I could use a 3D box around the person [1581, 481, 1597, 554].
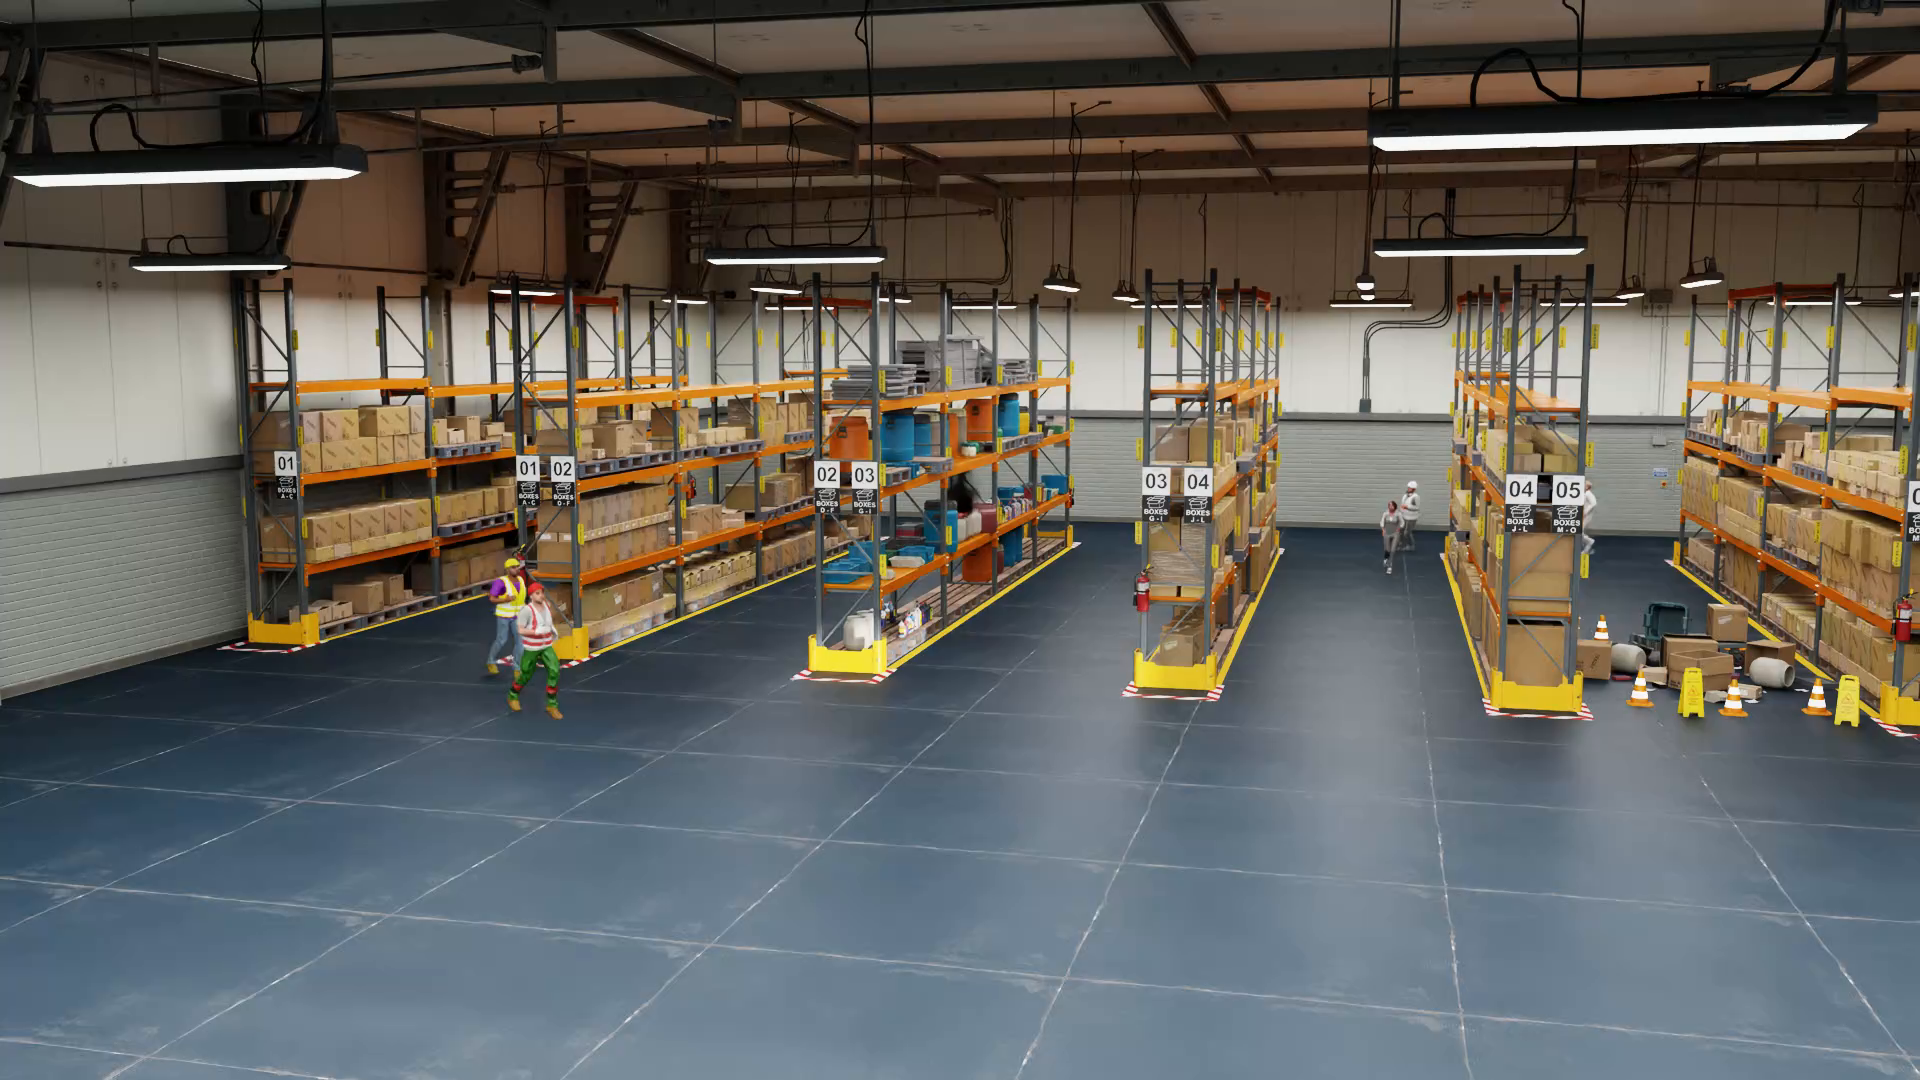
[{"bbox_3d":[14.550,-0.508,38.894,0.624,1.749,0.730,3,7,20],"label":"person"}]

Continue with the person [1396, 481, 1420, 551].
[{"bbox_3d":[10.626,-0.535,39.334,0.662,1.732,0.791,-3,8,-26],"label":"person"}]

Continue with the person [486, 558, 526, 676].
[{"bbox_3d":[-6.679,1.167,24.685,0.862,1.813,0.694,6,9,43],"label":"person"}]

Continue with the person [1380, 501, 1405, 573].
[{"bbox_3d":[9.338,-0.069,35.947,0.527,1.569,0.569,3,7,20],"label":"person"}]

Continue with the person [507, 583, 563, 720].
[{"bbox_3d":[-5.659,1.461,22.177,0.932,1.827,0.676,6,9,41],"label":"person"}]
